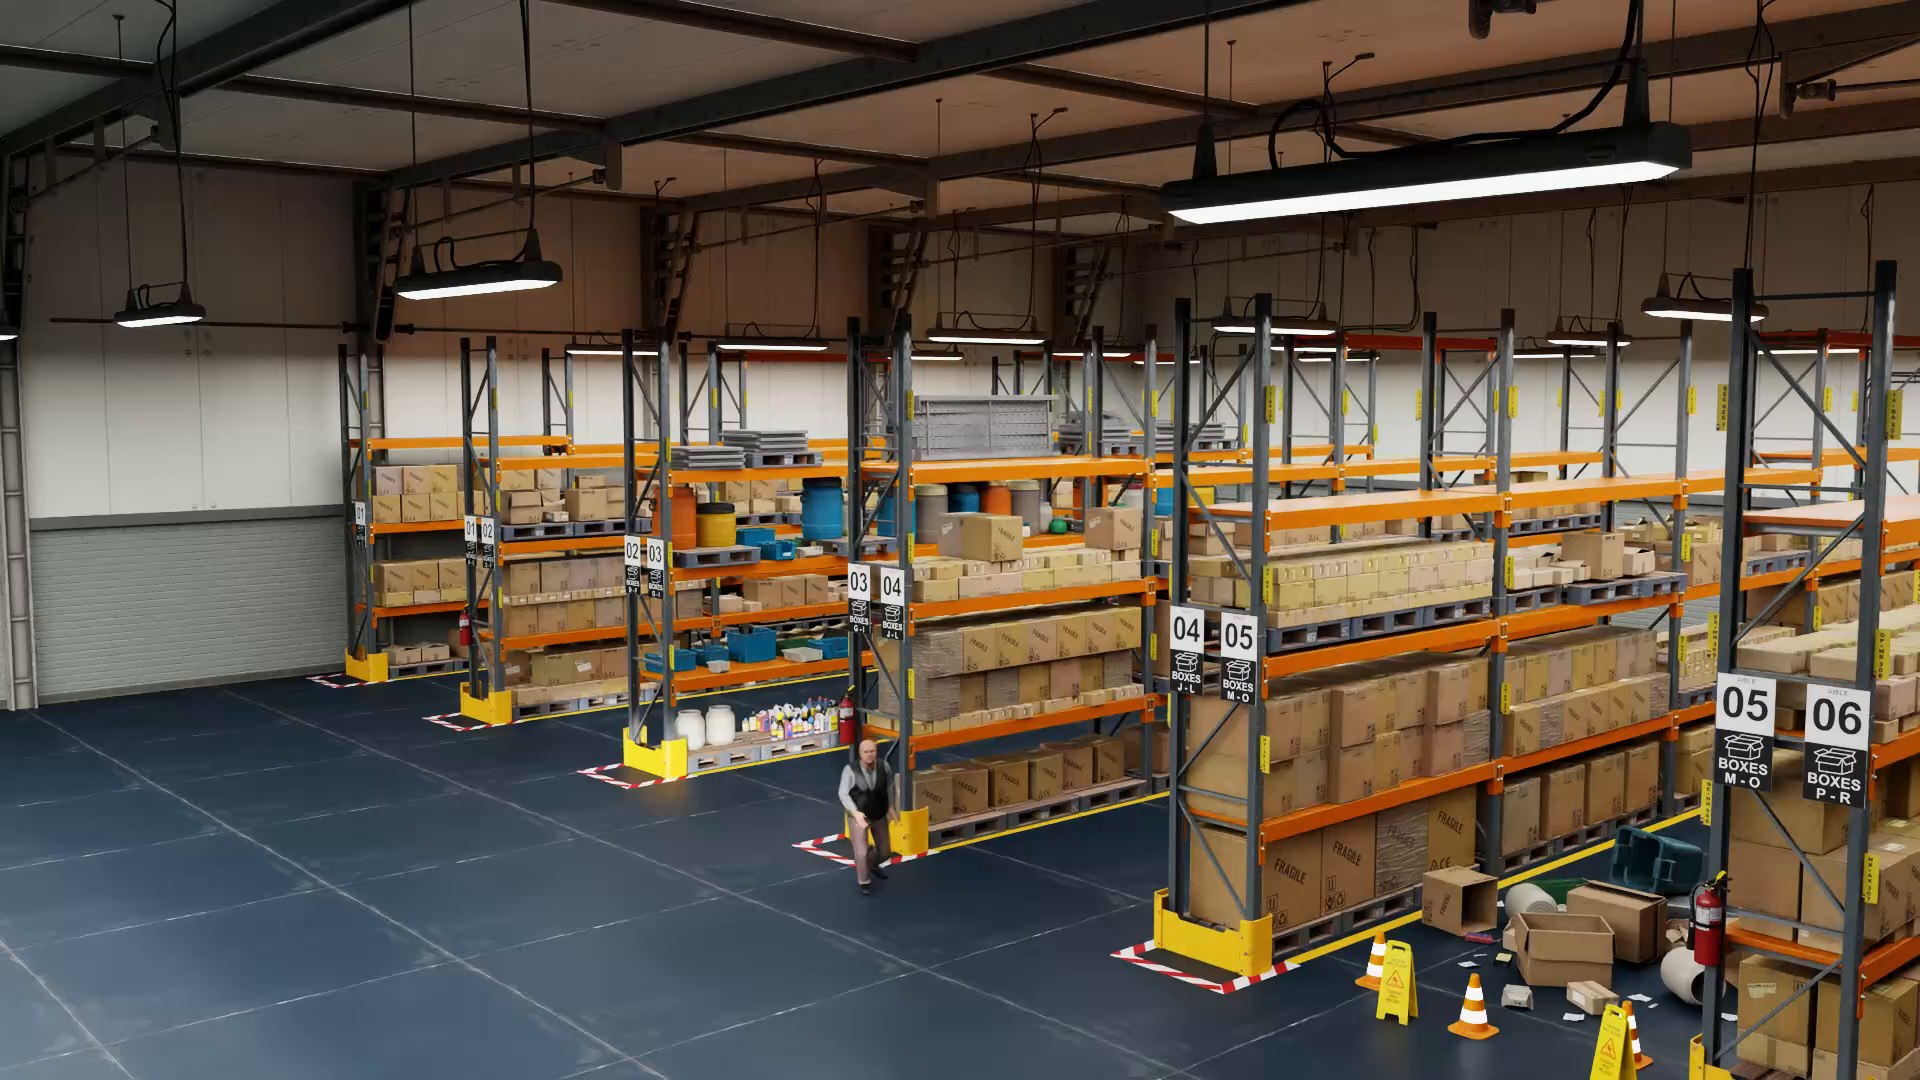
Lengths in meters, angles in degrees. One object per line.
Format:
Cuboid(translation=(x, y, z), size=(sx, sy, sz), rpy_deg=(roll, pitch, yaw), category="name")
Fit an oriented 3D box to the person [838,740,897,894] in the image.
Cuboid(translation=(-0.961, 2.822, 17.048), size=(0.631, 1.641, 0.755), rpy_deg=(-2, 5, -17), category="person")
